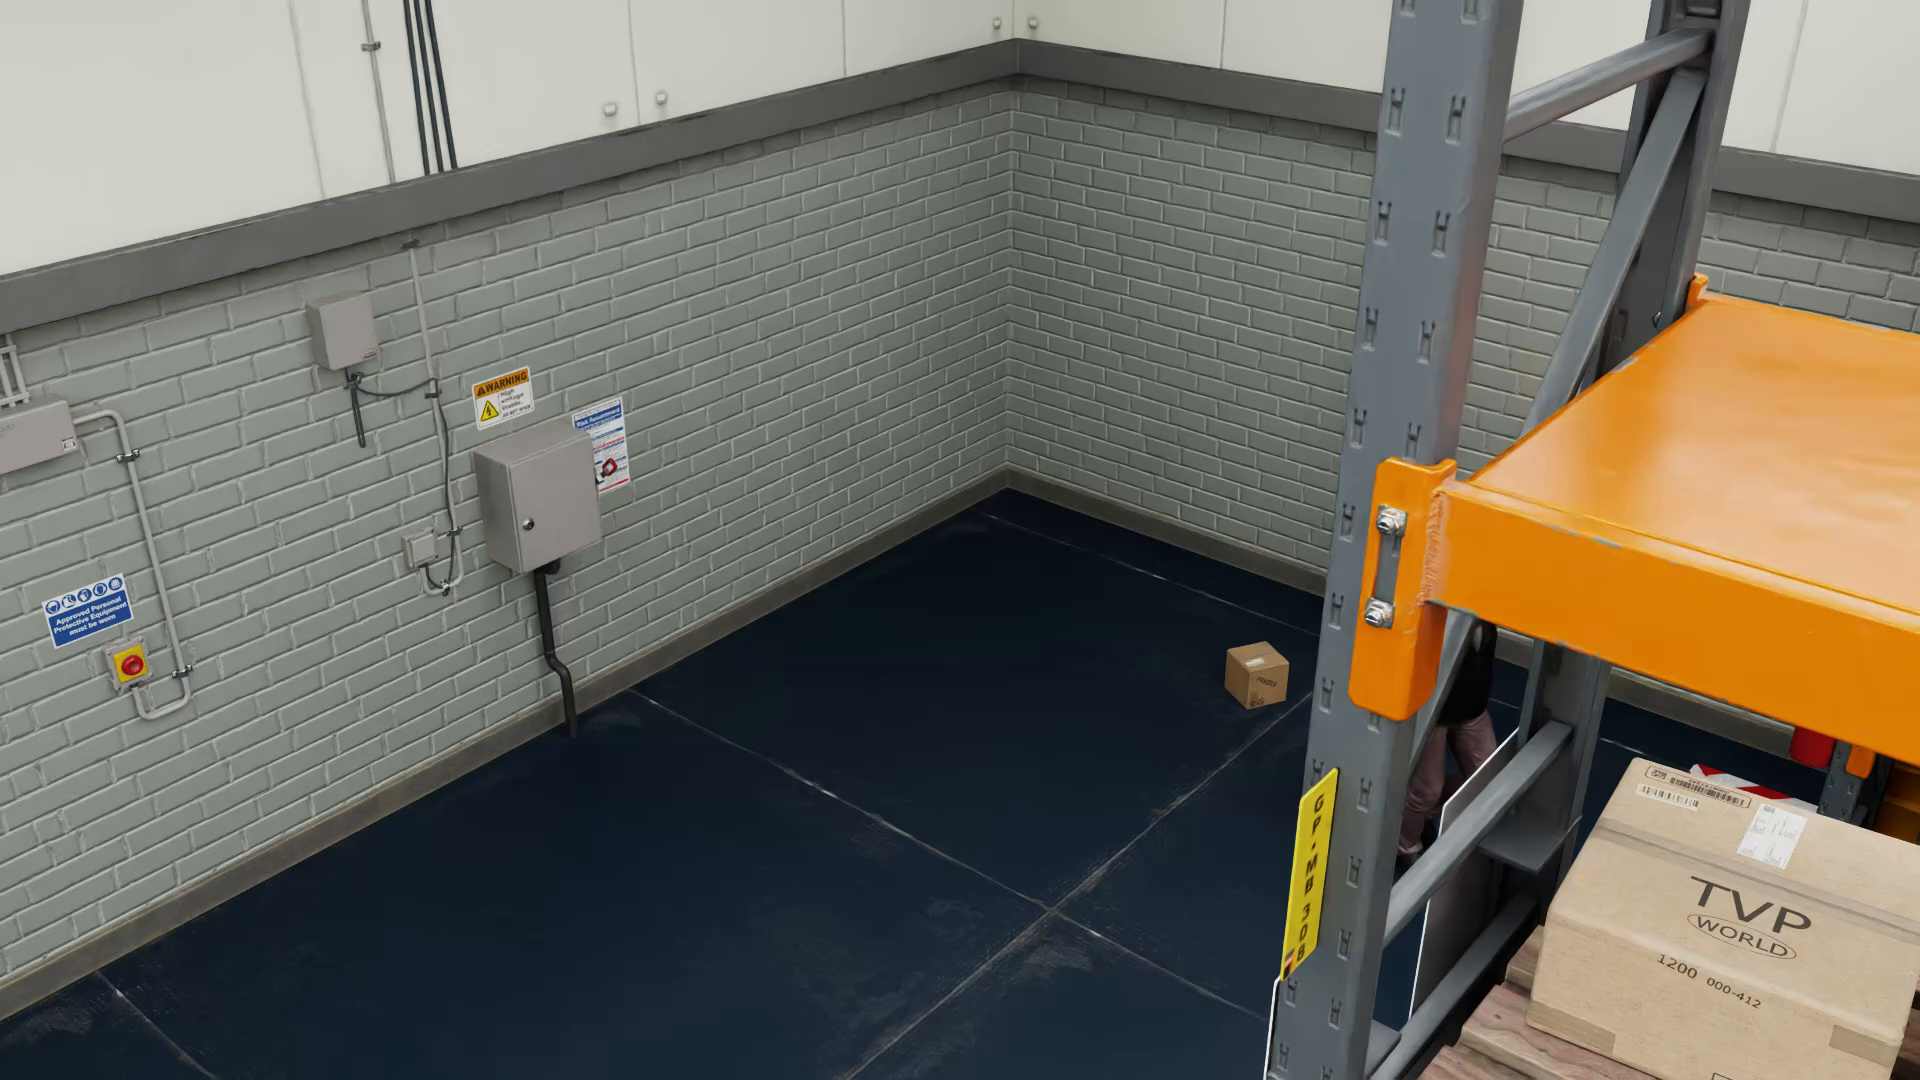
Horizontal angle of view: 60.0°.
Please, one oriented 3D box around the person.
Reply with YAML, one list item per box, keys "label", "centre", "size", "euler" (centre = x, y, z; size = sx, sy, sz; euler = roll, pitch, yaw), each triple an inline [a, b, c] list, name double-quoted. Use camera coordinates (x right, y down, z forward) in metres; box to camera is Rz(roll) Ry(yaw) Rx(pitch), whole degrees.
- label: "person"
  centre: [2.178, 0.781, 7.484]
  size: [0.564, 1.716, 0.472]
  euler: [-15, 31, -26]
